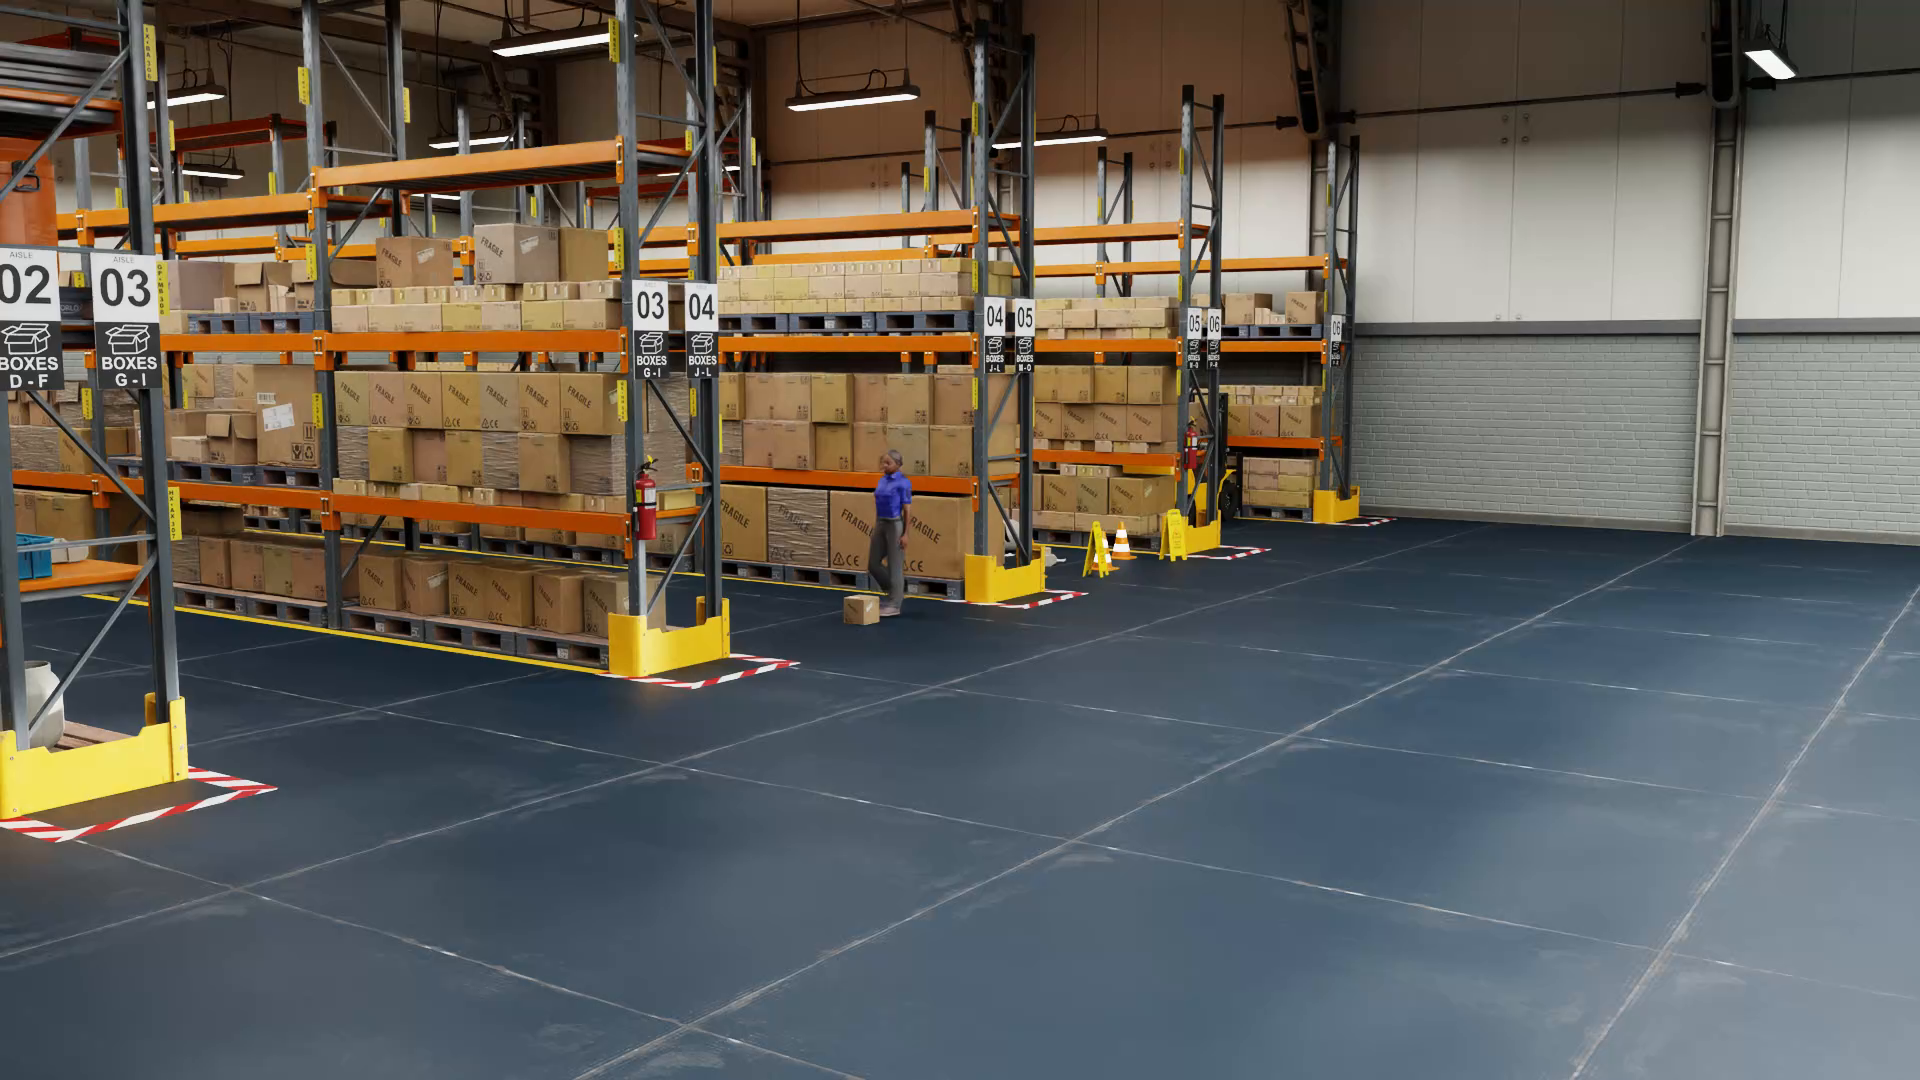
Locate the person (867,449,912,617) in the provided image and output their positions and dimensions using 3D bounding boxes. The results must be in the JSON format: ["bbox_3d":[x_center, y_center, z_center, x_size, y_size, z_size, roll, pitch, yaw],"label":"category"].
[{"bbox_3d":[-0.685,-0.069,16.585,0.481,1.678,0.500,-6,9,-44],"label":"person"}]
